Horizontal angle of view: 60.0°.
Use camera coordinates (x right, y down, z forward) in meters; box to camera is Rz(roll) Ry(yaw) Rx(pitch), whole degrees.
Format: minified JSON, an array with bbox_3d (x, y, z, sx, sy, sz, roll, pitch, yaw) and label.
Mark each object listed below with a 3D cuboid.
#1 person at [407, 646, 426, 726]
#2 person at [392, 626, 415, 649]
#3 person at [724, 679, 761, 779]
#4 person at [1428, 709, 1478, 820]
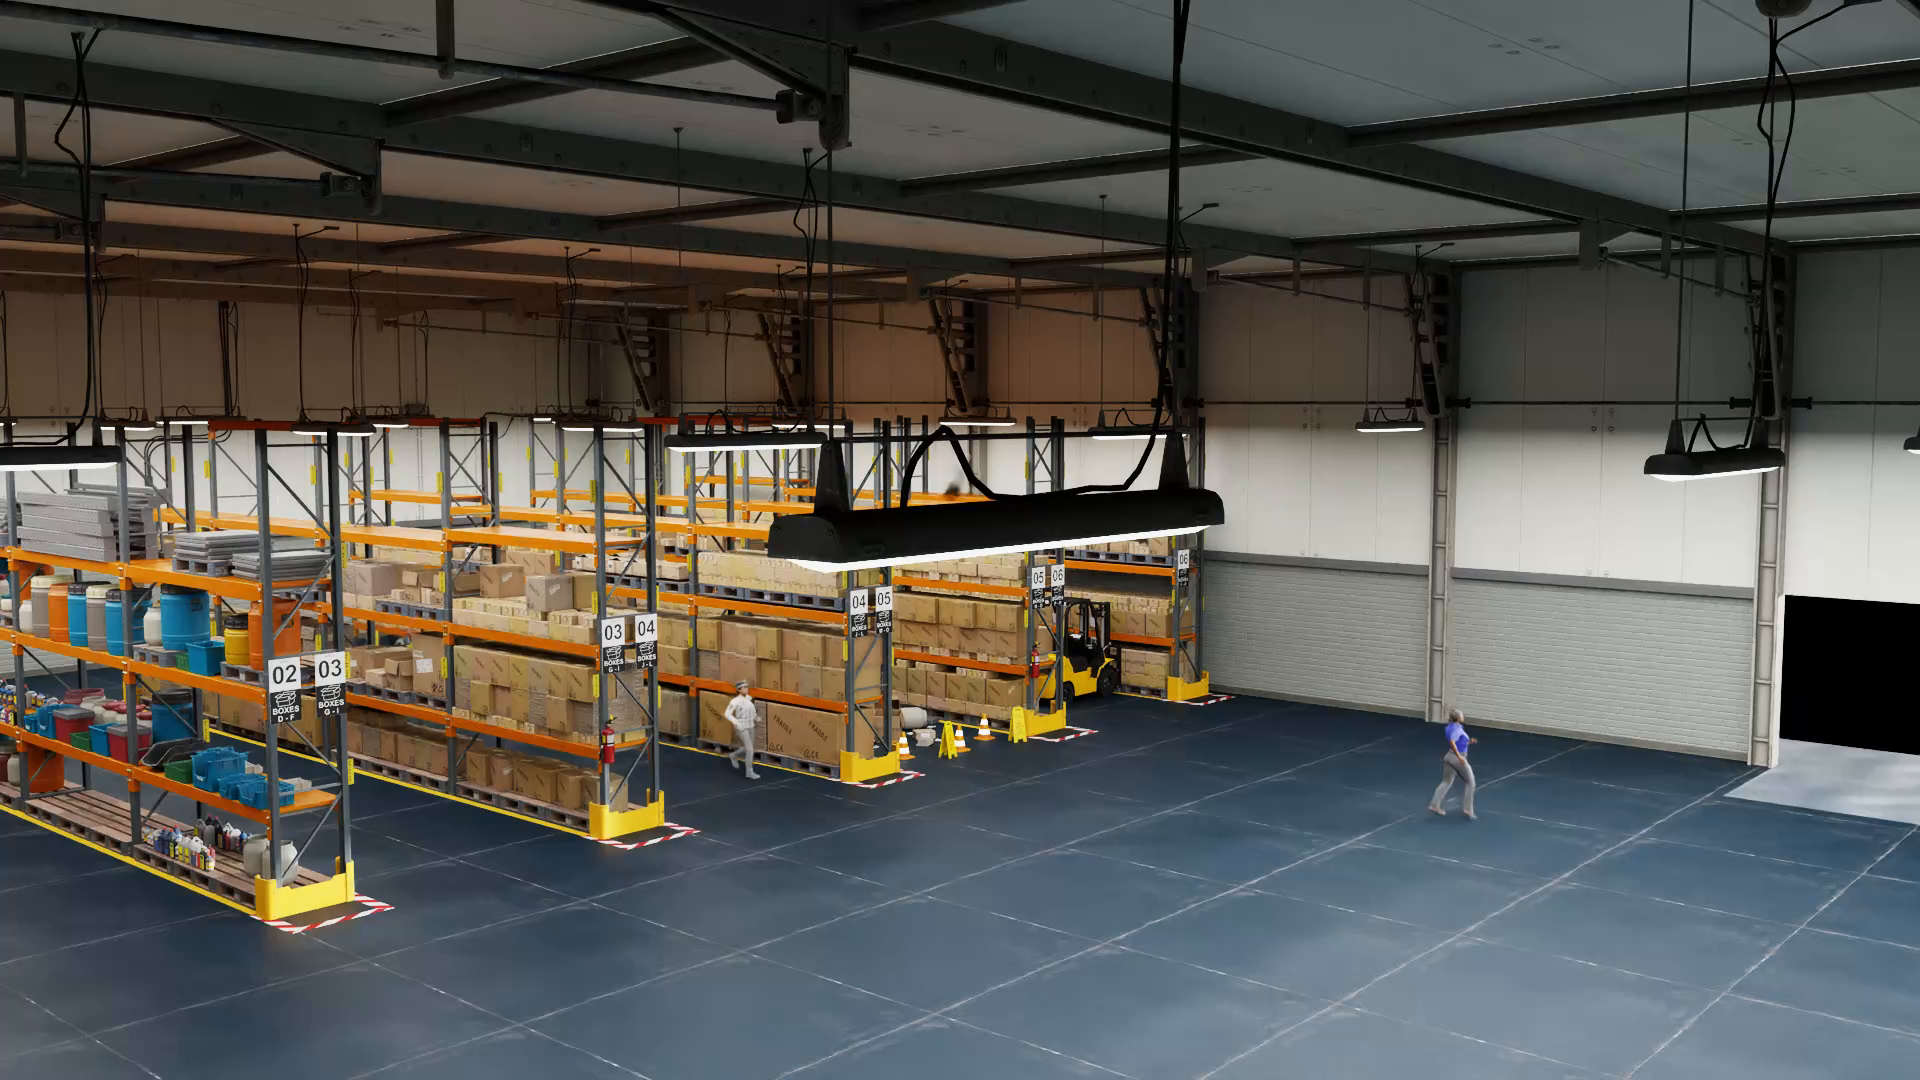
[{"bbox_3d":[-10.398,2.830,31.814,0.610,1.724,0.718,3,5,29],"label":"person"},{"bbox_3d":[-11.282,2.604,34.178,0.658,1.715,0.947,-5,7,-43],"label":"person"},{"bbox_3d":[-3.666,3.169,28.051,0.767,1.660,0.625,3,6,36],"label":"person"},{"bbox_3d":[7.507,3.416,25.211,0.779,1.703,0.538,-1,5,-17],"label":"person"}]
